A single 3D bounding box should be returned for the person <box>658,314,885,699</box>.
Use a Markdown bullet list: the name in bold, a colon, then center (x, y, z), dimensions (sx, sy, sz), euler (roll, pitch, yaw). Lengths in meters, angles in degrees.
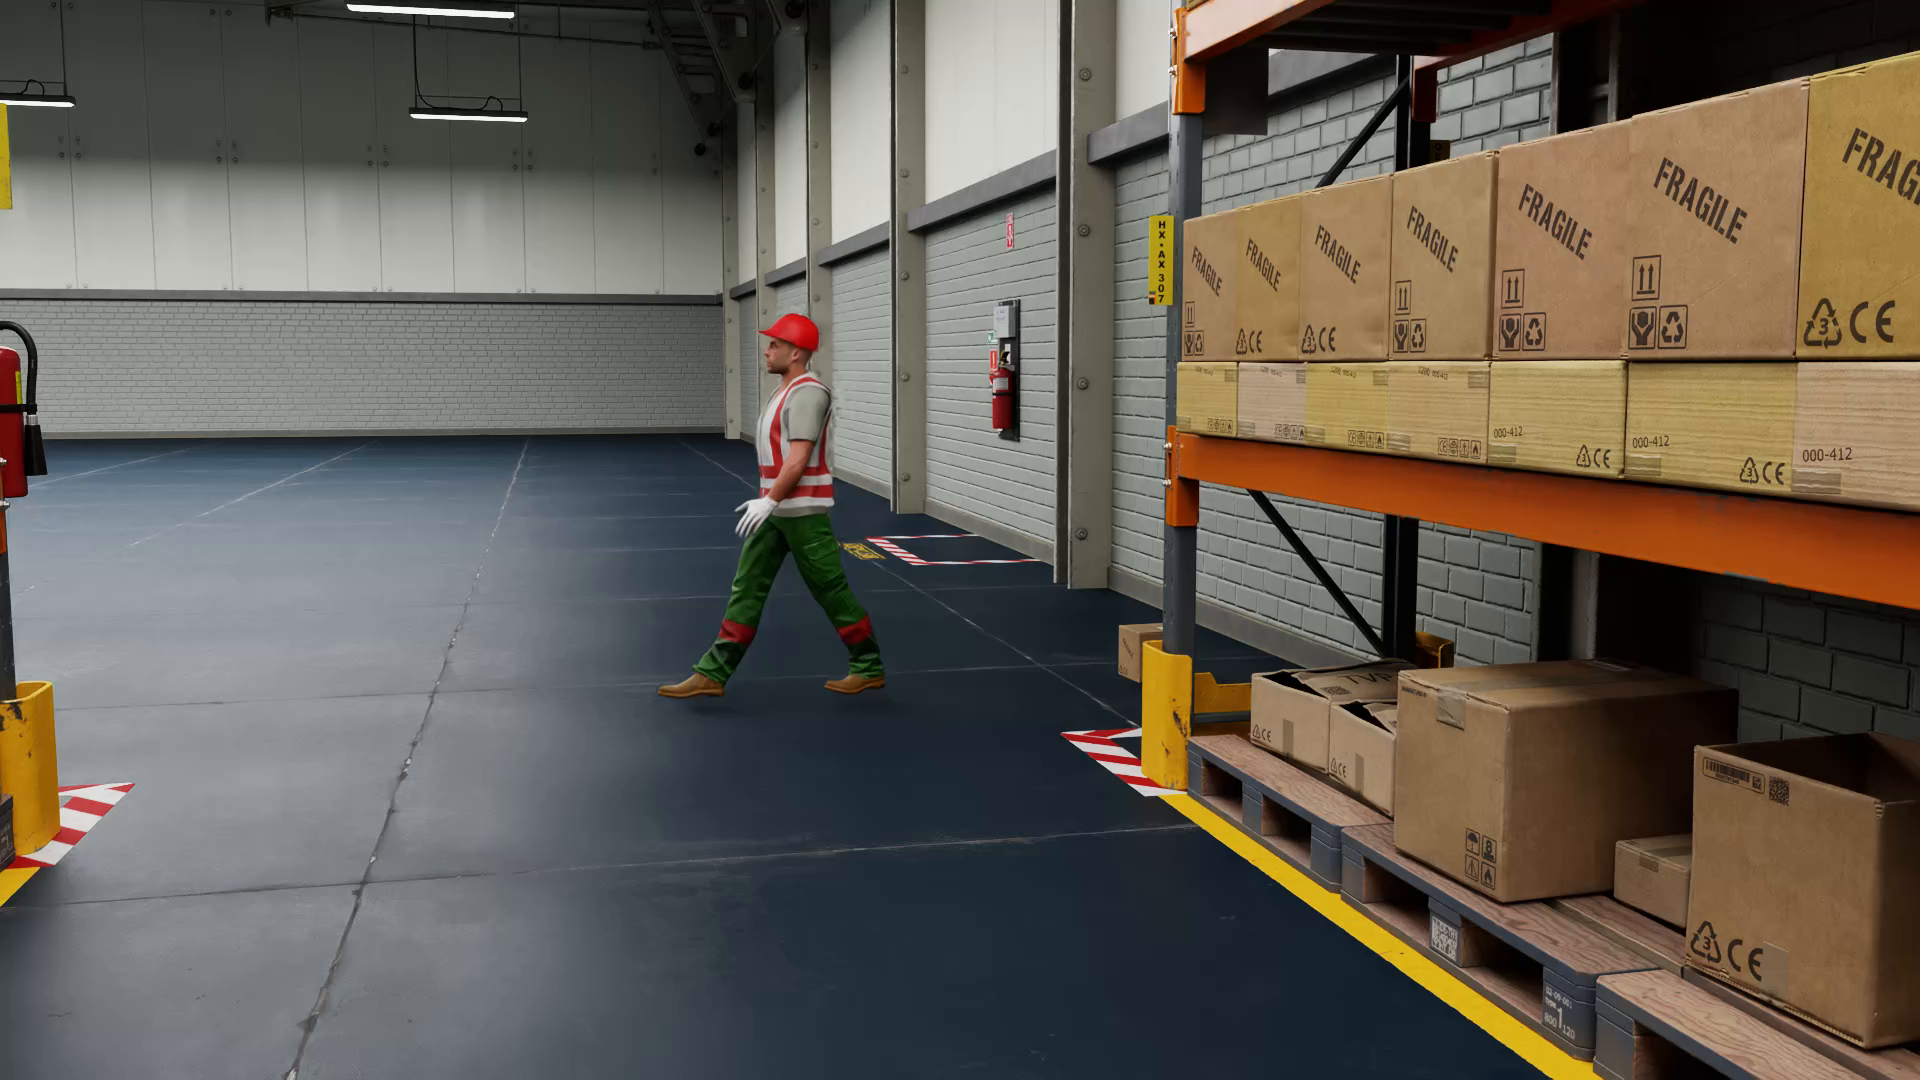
- **person**: center (-0.837, -0.146, 7.462), dimensions (1.028, 1.728, 0.542), euler (-2, 7, -22)
